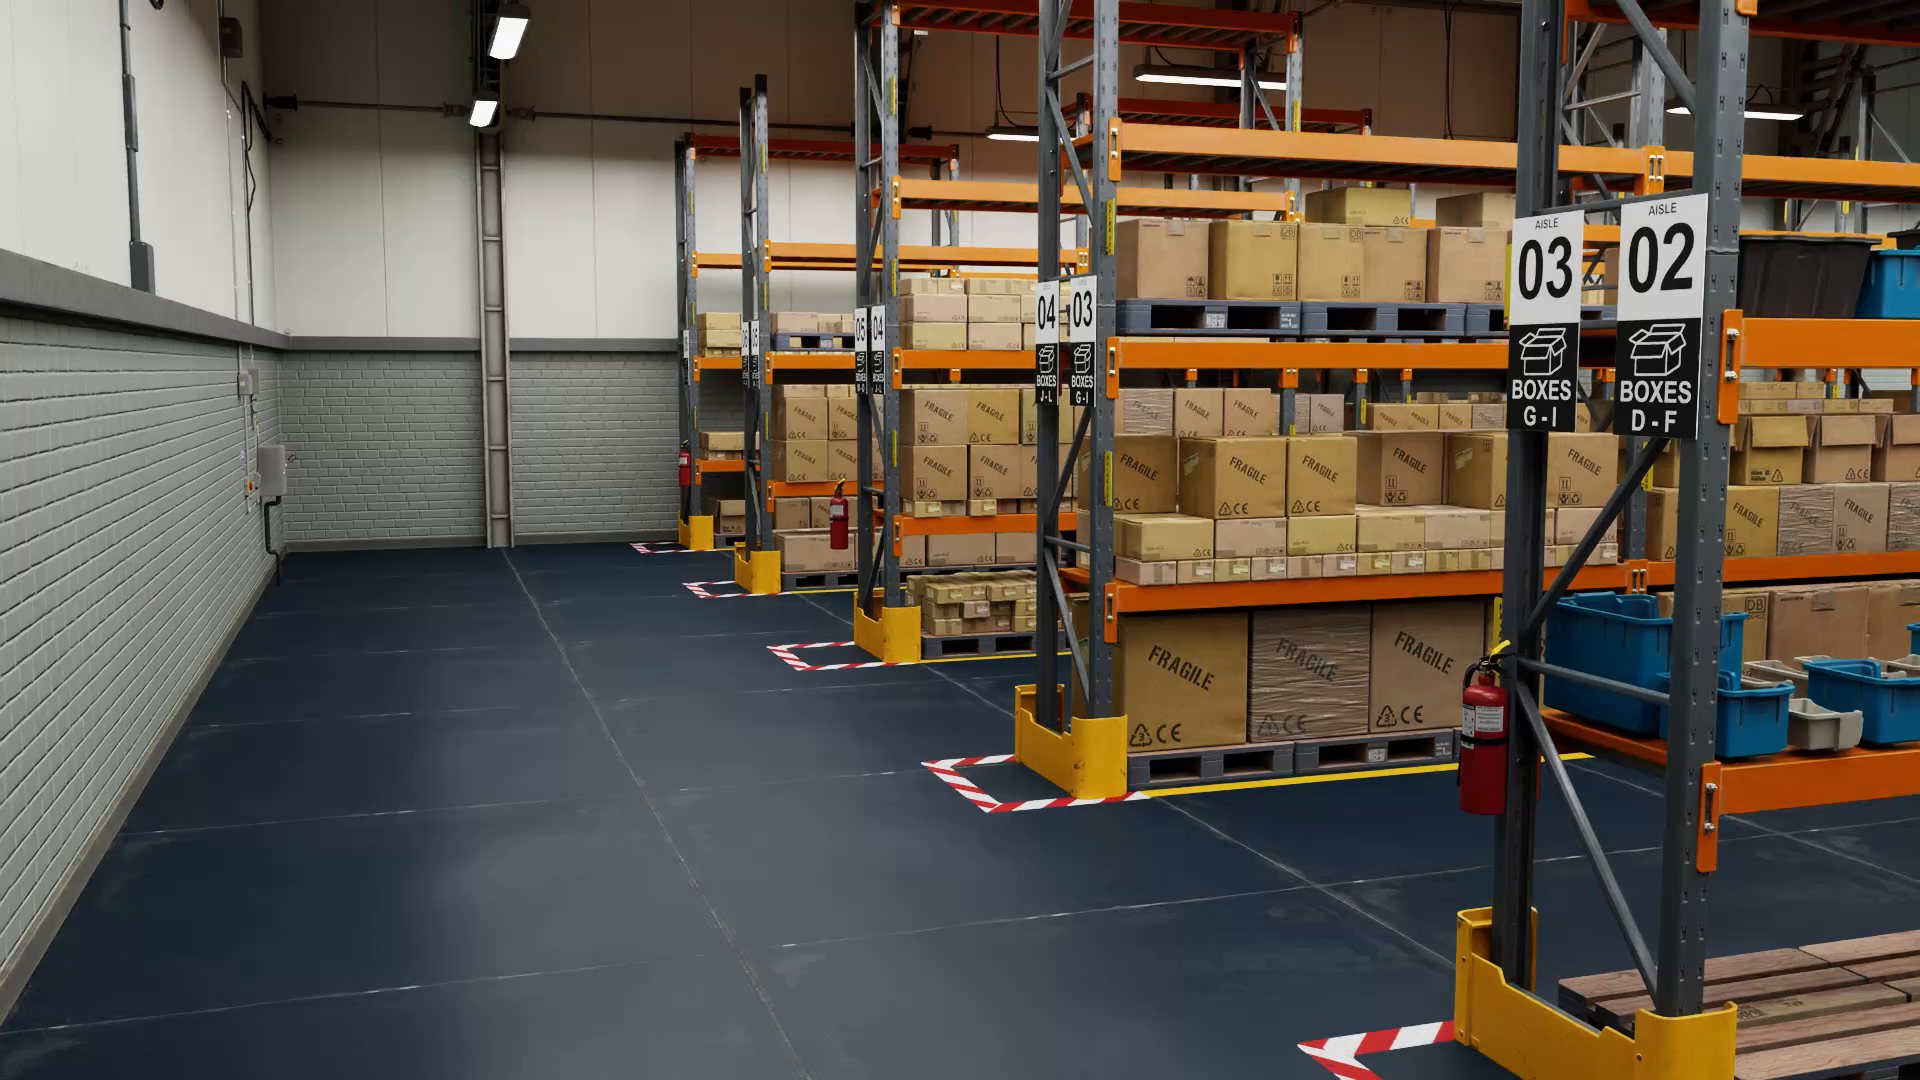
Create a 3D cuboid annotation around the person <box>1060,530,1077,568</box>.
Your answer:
[{"bbox_3d":[1.378,-0.096,18.759,0.542,1.650,0.595,-2,6,-18],"label":"person"}]
